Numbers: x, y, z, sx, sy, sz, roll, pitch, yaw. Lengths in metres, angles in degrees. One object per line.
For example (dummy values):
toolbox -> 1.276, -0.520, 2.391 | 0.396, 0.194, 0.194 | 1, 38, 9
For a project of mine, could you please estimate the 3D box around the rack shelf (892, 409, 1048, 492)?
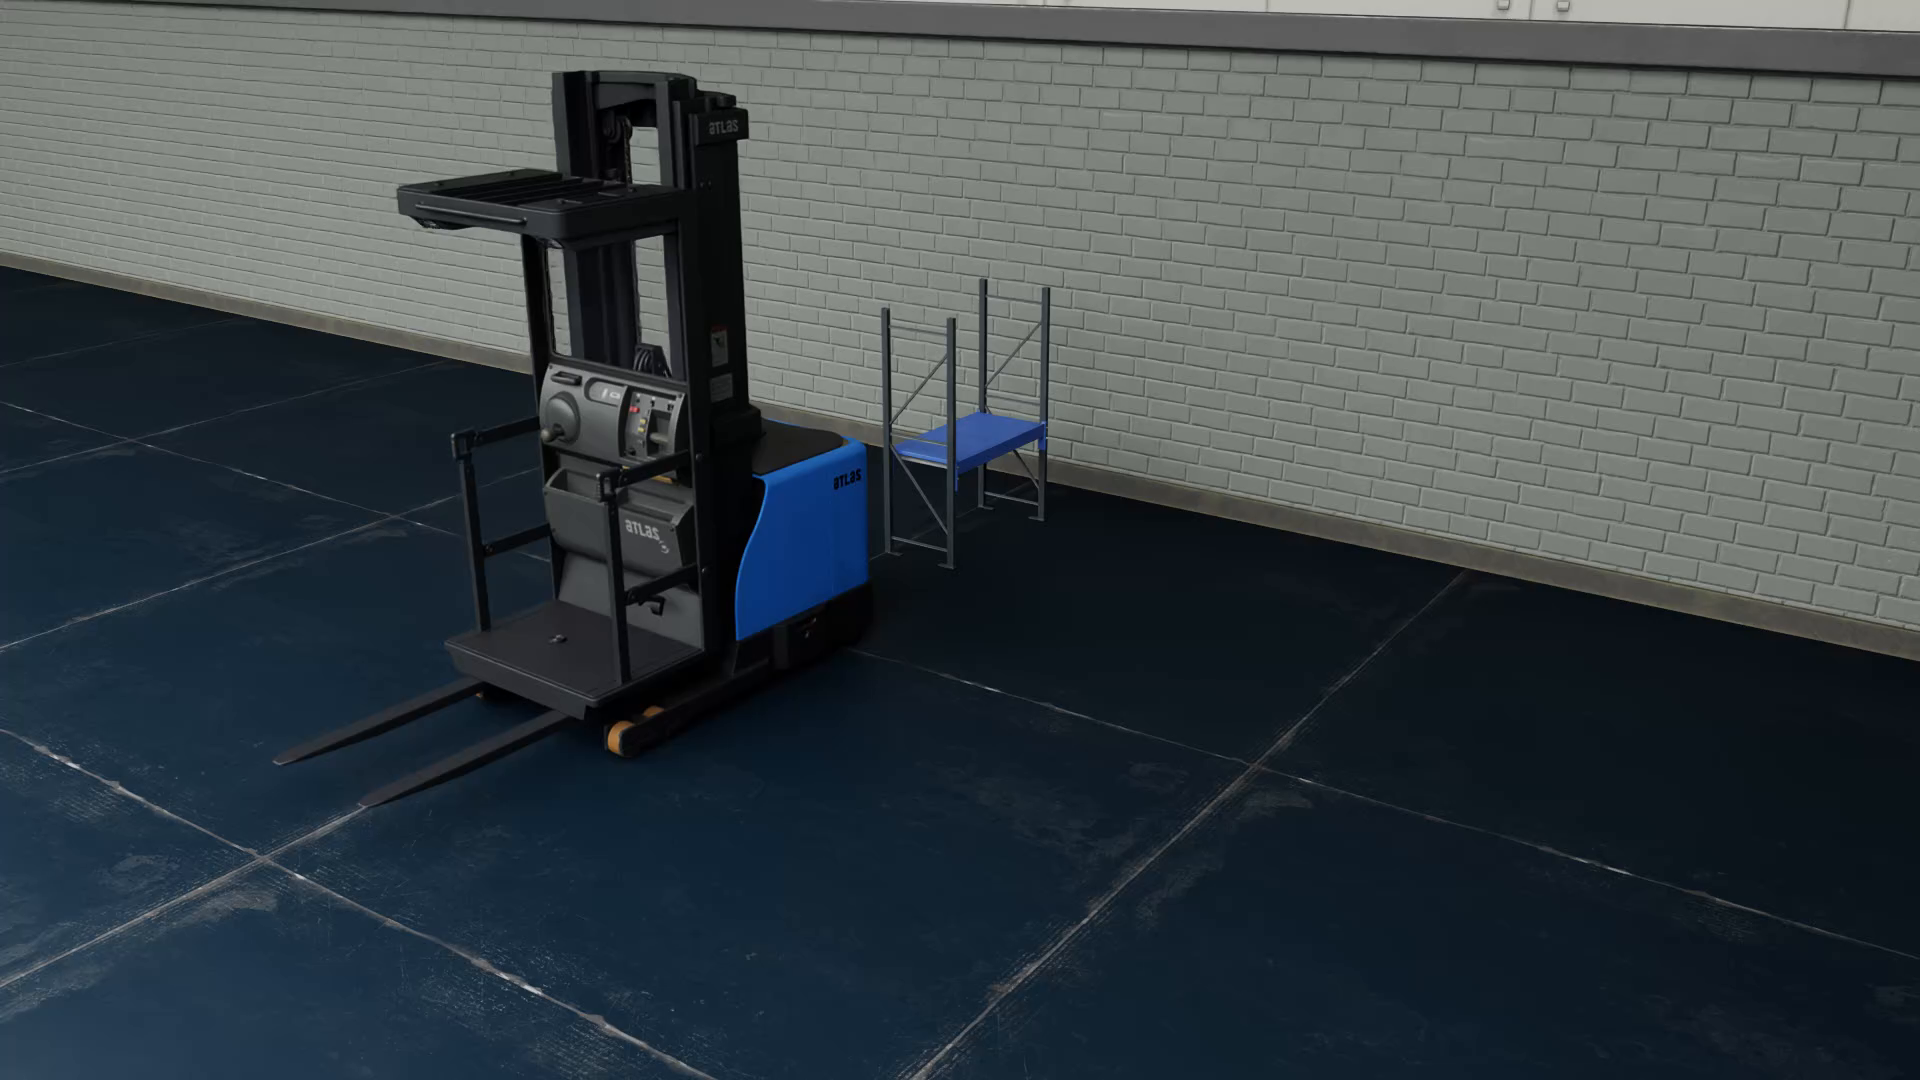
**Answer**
rack shelf -> 0.048, -0.559, 10.133 | 0.538, 0.185, 1.000 | 13, 24, 32

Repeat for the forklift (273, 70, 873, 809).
forklift -> -1.752, -0.574, 7.592 | 1.130, 2.935, 3.031 | 15, 25, 34

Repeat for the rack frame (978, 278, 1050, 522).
rack frame -> 0.334, -0.874, 10.465 | 0.500, 1.500, 0.032 | 13, 24, 32

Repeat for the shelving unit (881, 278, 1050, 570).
shelving unit -> 0.048, -0.728, 10.071 | 0.538, 1.500, 1.048 | 13, 24, 32

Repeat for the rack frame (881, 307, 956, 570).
rack frame -> -0.238, -0.582, 9.677 | 0.500, 1.500, 0.032 | 13, 24, 32
